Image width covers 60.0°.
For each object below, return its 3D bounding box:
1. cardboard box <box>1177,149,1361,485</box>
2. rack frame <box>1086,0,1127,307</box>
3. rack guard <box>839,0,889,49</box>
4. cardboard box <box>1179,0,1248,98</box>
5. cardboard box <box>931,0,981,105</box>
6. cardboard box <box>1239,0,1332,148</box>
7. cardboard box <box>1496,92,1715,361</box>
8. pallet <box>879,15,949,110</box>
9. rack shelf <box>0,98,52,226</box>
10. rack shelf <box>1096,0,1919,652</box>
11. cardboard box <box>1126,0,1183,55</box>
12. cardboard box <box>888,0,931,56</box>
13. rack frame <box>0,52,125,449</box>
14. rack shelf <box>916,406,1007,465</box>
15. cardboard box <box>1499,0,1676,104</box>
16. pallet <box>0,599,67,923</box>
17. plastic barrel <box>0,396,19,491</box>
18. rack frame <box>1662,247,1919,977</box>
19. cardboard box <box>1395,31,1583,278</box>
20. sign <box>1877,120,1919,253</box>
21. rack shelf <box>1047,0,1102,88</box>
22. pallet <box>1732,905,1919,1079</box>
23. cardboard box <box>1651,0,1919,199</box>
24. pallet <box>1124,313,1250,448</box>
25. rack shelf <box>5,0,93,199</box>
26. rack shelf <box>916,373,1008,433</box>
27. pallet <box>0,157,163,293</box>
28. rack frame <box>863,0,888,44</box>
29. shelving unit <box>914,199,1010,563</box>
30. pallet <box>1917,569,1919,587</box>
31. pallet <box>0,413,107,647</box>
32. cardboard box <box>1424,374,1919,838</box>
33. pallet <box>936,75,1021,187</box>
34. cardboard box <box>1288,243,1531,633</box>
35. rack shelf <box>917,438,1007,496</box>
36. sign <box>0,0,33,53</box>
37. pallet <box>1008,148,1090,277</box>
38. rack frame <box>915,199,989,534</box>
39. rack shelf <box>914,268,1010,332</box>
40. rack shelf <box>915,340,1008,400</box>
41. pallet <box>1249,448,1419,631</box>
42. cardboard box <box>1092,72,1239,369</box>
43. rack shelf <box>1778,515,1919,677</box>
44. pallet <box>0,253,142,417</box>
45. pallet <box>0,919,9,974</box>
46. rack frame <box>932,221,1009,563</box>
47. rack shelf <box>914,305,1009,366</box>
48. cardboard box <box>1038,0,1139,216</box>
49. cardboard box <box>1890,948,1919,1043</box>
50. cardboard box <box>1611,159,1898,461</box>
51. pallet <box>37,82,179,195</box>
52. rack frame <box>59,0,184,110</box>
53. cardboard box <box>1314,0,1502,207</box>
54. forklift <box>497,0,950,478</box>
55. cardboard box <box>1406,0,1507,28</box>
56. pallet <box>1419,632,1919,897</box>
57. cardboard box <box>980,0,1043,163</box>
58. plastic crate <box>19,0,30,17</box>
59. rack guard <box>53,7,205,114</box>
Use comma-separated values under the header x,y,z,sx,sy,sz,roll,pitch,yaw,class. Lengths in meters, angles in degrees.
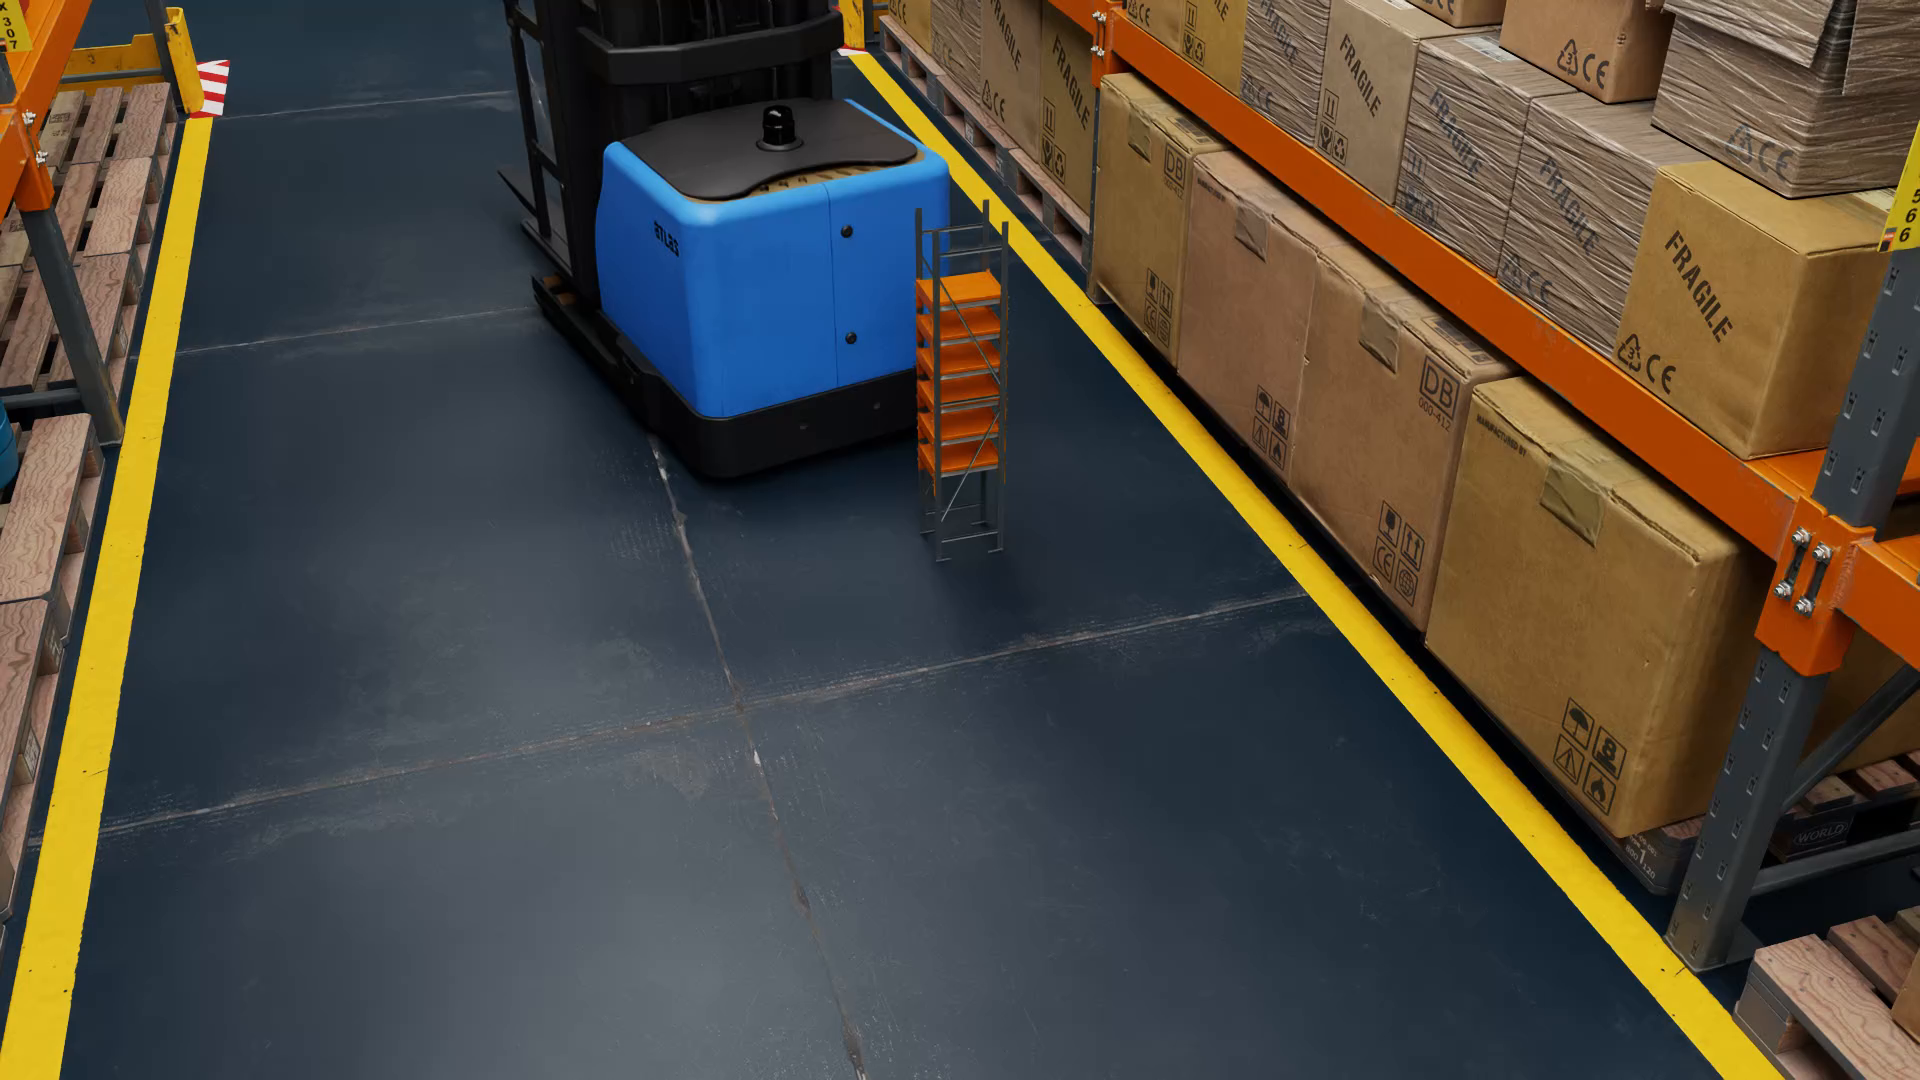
x,y,z,sx,sy,sz,roll,pitch,yaw,class
1.542,-0.875,5.900,1.225,0.875,0.875,-11,35,-16,cardboard box
1.054,-2.388,6.644,1.000,3.000,0.127,-10,35,-15,rack frame
-0.174,-3.458,10.530,1.175,0.500,0.348,-10,35,-15,rack guard
1.110,-1.883,5.788,0.500,0.500,0.500,-10,35,-15,cardboard box
0.383,-2.977,9.081,0.875,0.875,0.875,-10,35,-15,cardboard box
1.263,-1.620,5.390,0.500,0.500,0.500,-11,35,-16,cardboard box
1.741,-0.810,4.164,0.500,0.500,0.500,-10,35,-15,cardboard box
0.152,-2.918,9.975,1.003,0.211,1.213,-10,35,-15,pallet
-3.053,-0.205,3.992,1.077,0.370,4.000,-10,35,-15,rack shelf
1.664,-1.038,5.253,1.077,0.370,4.000,-10,35,-15,rack shelf
0.956,-2.147,6.187,0.500,0.500,0.500,-10,35,-15,cardboard box
0.105,-3.455,9.804,0.875,0.875,0.875,-10,35,-15,cardboard box
-3.663,-1.555,5.383,1.000,3.000,0.127,-10,35,-15,rack frame
0.004,-0.356,5.498,0.258,0.103,0.180,-10,35,-15,rack shelf
1.870,-1.478,4.265,0.797,0.503,0.637,-9,35,-14,cardboard box
-3.091,0.662,4.557,1.003,0.211,1.213,-10,35,-15,pallet
-3.513,-0.567,5.409,0.600,0.901,0.708,-10,35,-15,plastic barrel
2.274,-0.288,3.465,1.000,3.000,0.127,-10,35,-15,rack frame
1.580,-1.082,4.576,0.500,0.500,0.500,-11,35,-16,cardboard box
1.746,-0.676,3.002,0.100,0.325,0.005,-10,35,-15,sign
0.444,-3.138,8.431,1.077,0.370,4.000,-10,35,-15,rack shelf
2.511,1.286,3.613,1.003,0.211,1.213,-10,35,-15,pallet
2.066,-1.135,3.746,0.797,0.503,0.637,-9,34,-13,cardboard box
1.361,-0.833,6.818,1.003,0.211,1.213,-10,35,-15,pallet
-4.273,-2.305,7.171,1.077,0.370,4.000,-10,35,-15,rack shelf
0.004,-0.456,5.432,0.258,0.103,0.180,-10,35,-15,rack shelf
-4.300,-1.413,7.697,1.003,0.211,1.213,-10,35,-15,pallet
-0.166,-4.488,9.822,1.000,3.000,0.127,-10,35,-15,rack frame
0.004,-0.493,5.408,0.258,1.200,0.189,-10,35,-15,shelving unit
2.593,0.148,2.979,1.213,0.211,1.003,-10,35,-15,pallet
-3.467,0.020,5.528,1.003,0.211,1.213,-10,35,-15,pallet
2.083,0.057,4.489,1.225,0.875,0.875,-12,35,-17,cardboard box
0.521,-2.279,9.008,1.003,0.211,1.213,-10,35,-15,pallet
1.819,-0.412,5.199,1.225,0.875,0.875,-10,35,-15,cardboard box
0.004,-0.256,5.565,0.258,0.103,0.180,-10,35,-15,rack shelf
-3.139,-1.762,5.445,0.100,0.325,0.005,-10,35,-15,sign
0.896,-1.637,8.036,1.003,0.211,1.213,-10,35,-15,pallet
-0.023,-0.541,5.480,0.240,1.200,0.006,-10,35,-15,rack frame
0.004,-0.756,5.234,0.258,0.103,0.180,-10,35,-15,rack shelf
0.004,-0.556,5.366,0.258,0.103,0.180,-10,35,-15,rack shelf
1.737,-0.191,5.847,1.003,0.211,1.213,-10,35,-15,pallet
1.268,-1.344,6.610,1.225,0.875,0.875,-10,35,-15,cardboard box
2.884,1.062,2.075,1.077,0.370,4.000,-10,35,-15,rack shelf
-3.924,-0.772,6.726,1.003,0.211,1.213,-10,35,-15,pallet
-2.723,1.301,3.589,1.003,0.211,1.213,-10,35,-15,pallet
0.032,-0.445,5.335,0.240,1.200,0.006,-10,35,-15,rack frame
0.004,-0.656,5.300,0.258,0.103,0.180,-10,35,-15,rack shelf
0.929,-2.037,7.658,0.875,0.875,0.875,-10,35,-15,cardboard box
2.497,0.919,3.506,0.700,0.500,0.500,-12,35,-17,cardboard box
1.888,-0.547,3.767,0.500,0.500,0.500,-9,35,-13,cardboard box
-4.669,-2.053,8.665,1.003,0.211,1.213,-10,35,-15,pallet
-4.883,-3.656,8.561,1.000,3.000,0.127,-10,35,-15,rack frame
1.425,-1.350,4.981,0.500,0.500,0.500,-9,35,-14,cardboard box
-1.198,-2.228,6.463,1.130,2.935,3.031,-18,37,-25,forklift
1.659,-1.829,4.796,0.797,0.503,0.637,-9,34,-13,cardboard box
2.105,0.449,4.880,1.003,0.211,1.213,-10,35,-15,pallet
0.654,-2.510,8.373,0.875,0.875,0.875,-10,35,-15,cardboard box
-3.696,-2.118,6.122,0.402,0.464,0.583,-10,35,-15,plastic crate
-4.903,-2.623,9.266,1.175,0.500,0.348,-10,35,-15,rack guard
